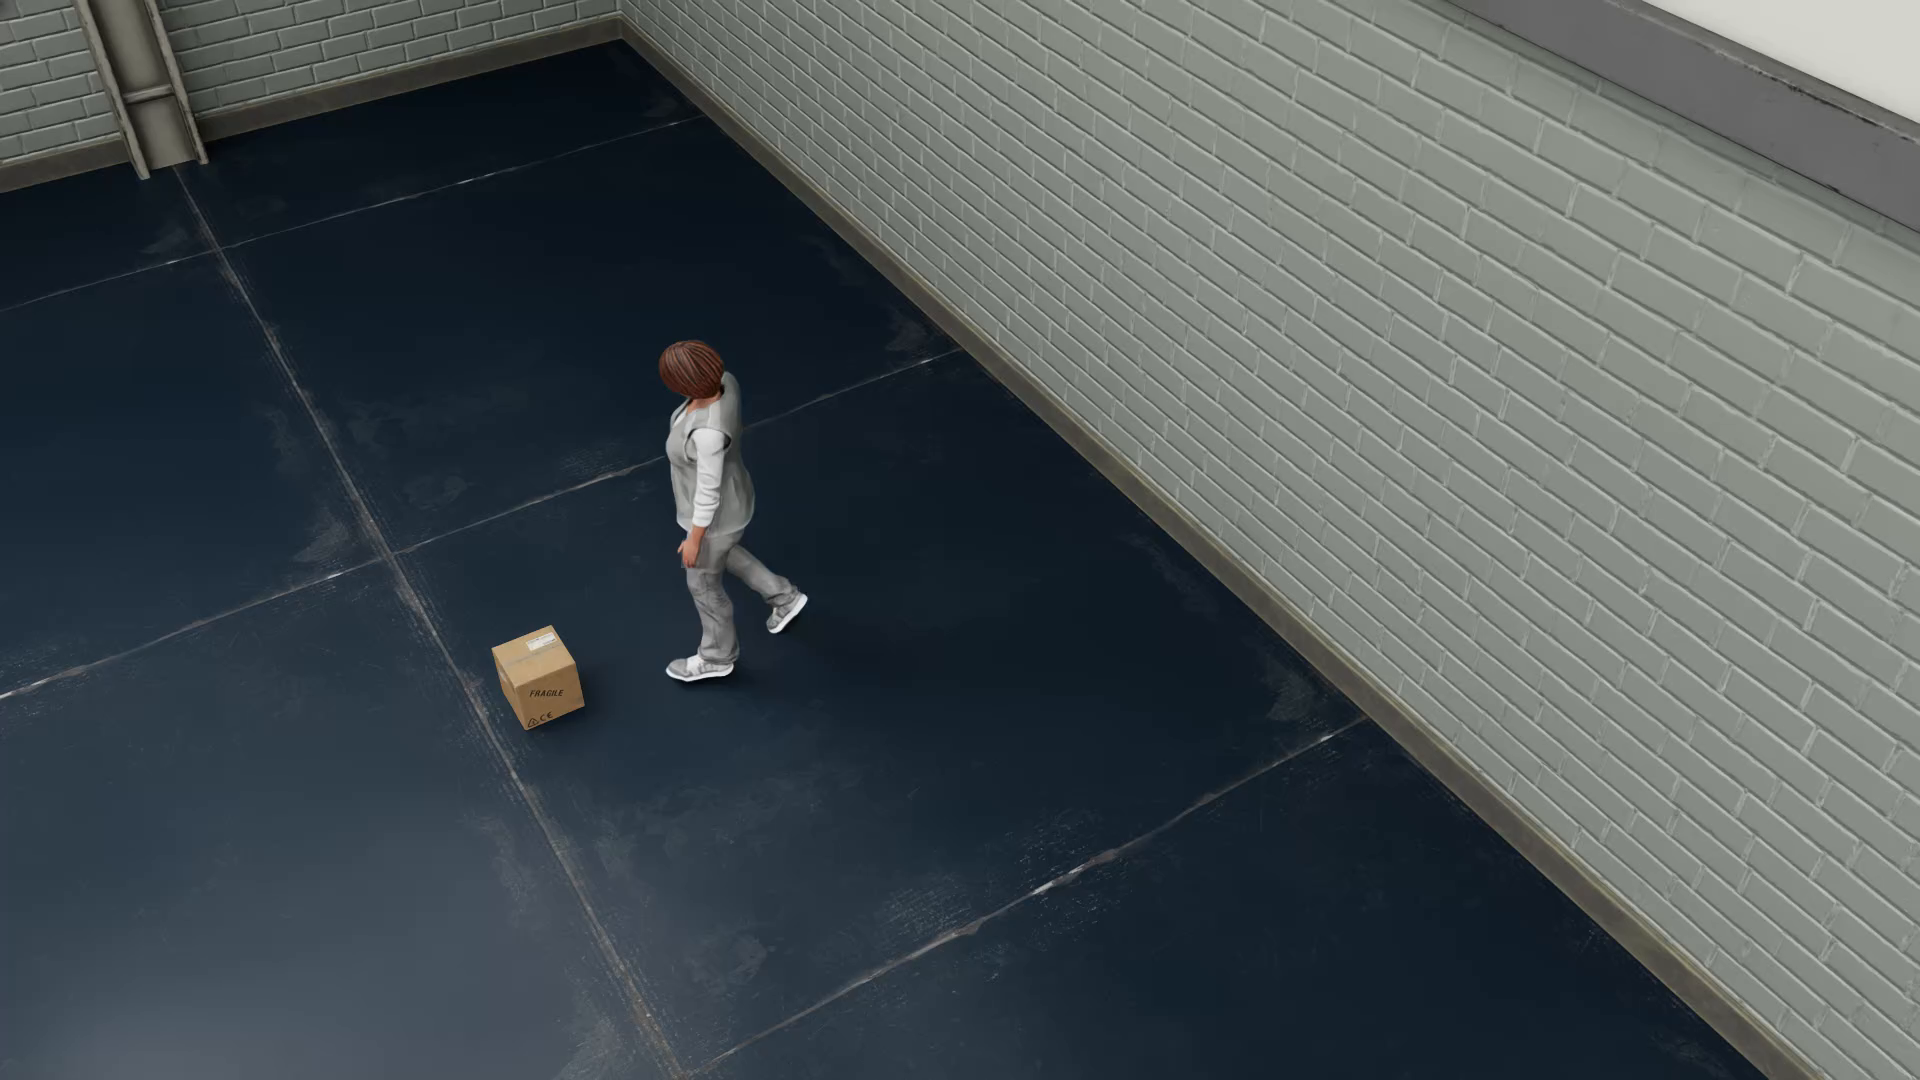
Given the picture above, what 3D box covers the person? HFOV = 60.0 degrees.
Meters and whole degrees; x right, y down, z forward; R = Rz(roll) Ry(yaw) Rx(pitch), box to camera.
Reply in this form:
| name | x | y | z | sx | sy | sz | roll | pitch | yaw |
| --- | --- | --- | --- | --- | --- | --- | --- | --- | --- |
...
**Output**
| name | x | y | z | sx | sy | sz | roll | pitch | yaw |
| --- | --- | --- | --- | --- | --- | --- | --- | --- | --- |
| person | -0.898 | -0.106 | 6.271 | 0.571 | 1.577 | 0.442 | 1 | 41 | 1 |
